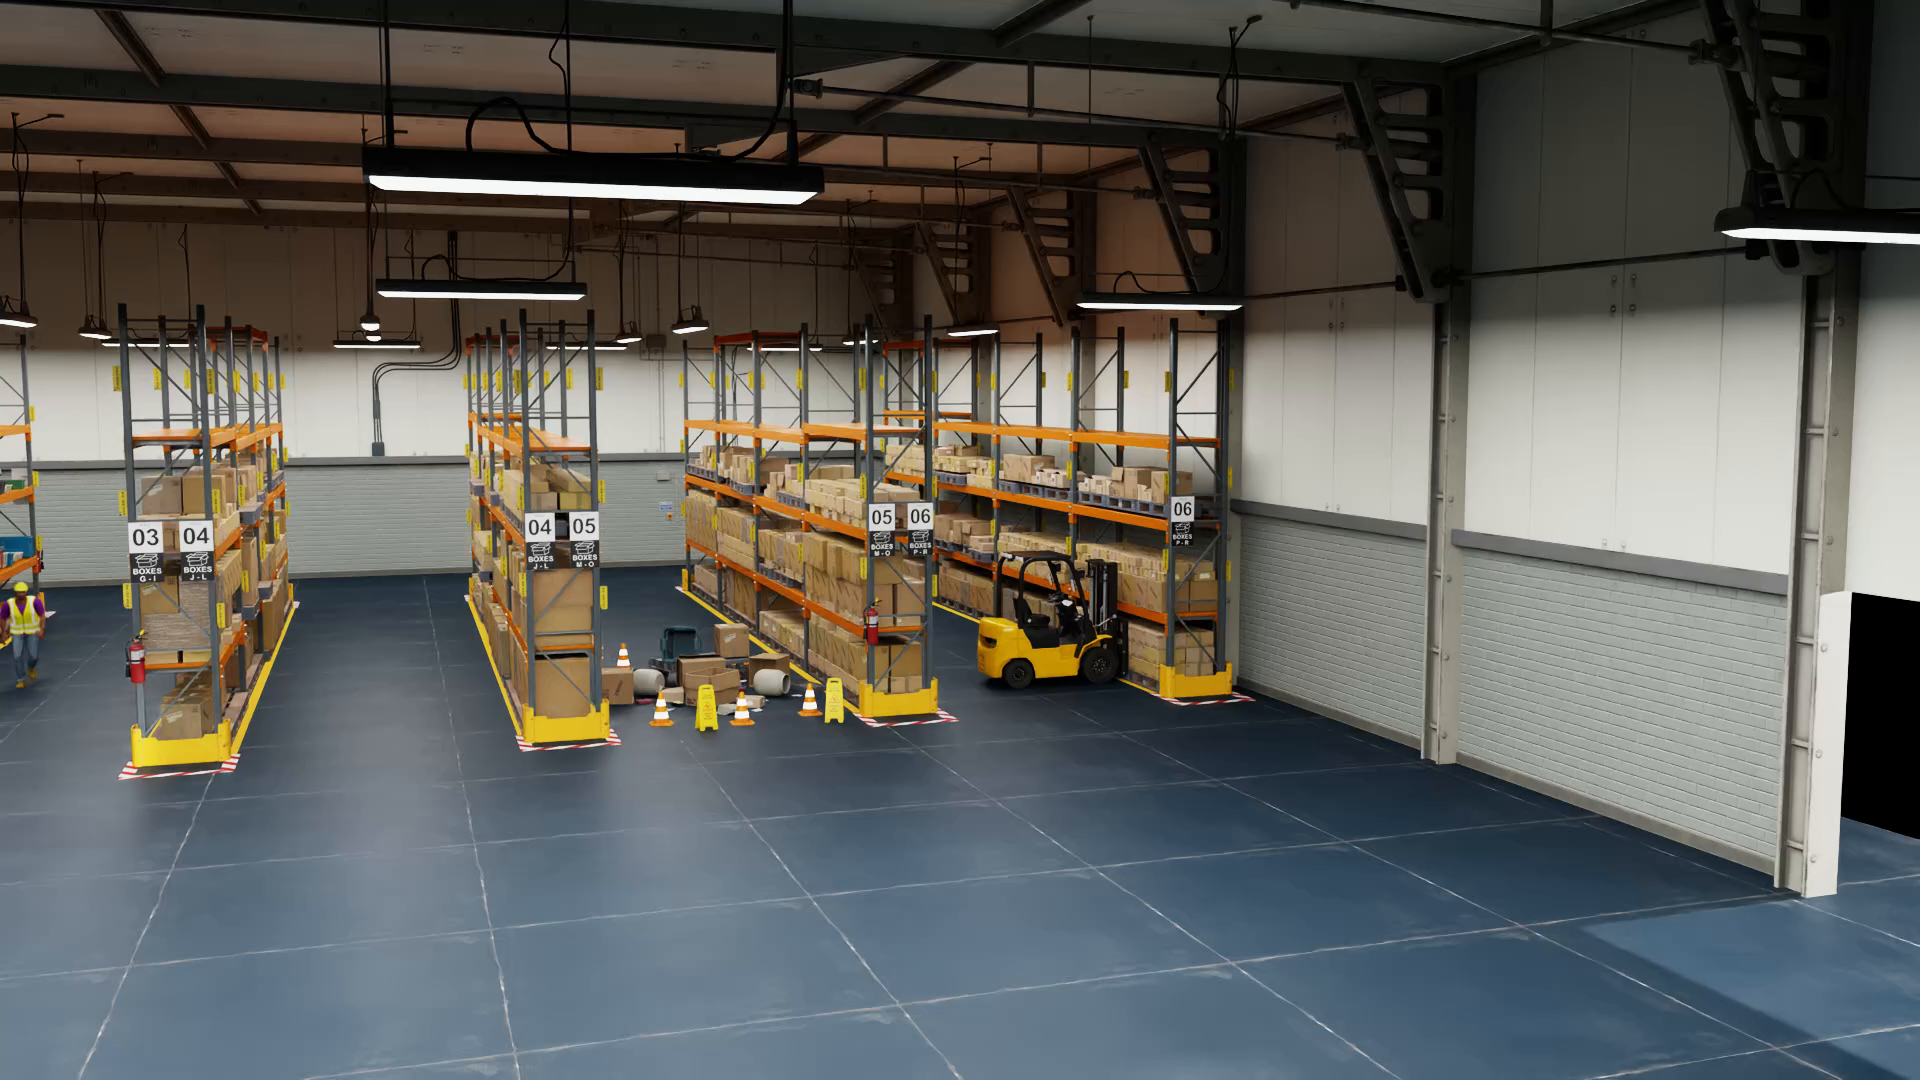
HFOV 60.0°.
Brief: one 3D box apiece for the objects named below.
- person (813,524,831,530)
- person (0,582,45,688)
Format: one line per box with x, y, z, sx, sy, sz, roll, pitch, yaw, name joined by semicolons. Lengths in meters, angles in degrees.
-3.715;-0.094;45.127;0.523;1.623;0.765;5;7;41;person
-15.460;1.541;27.444;0.658;1.745;0.655;-3;6;-27;person
